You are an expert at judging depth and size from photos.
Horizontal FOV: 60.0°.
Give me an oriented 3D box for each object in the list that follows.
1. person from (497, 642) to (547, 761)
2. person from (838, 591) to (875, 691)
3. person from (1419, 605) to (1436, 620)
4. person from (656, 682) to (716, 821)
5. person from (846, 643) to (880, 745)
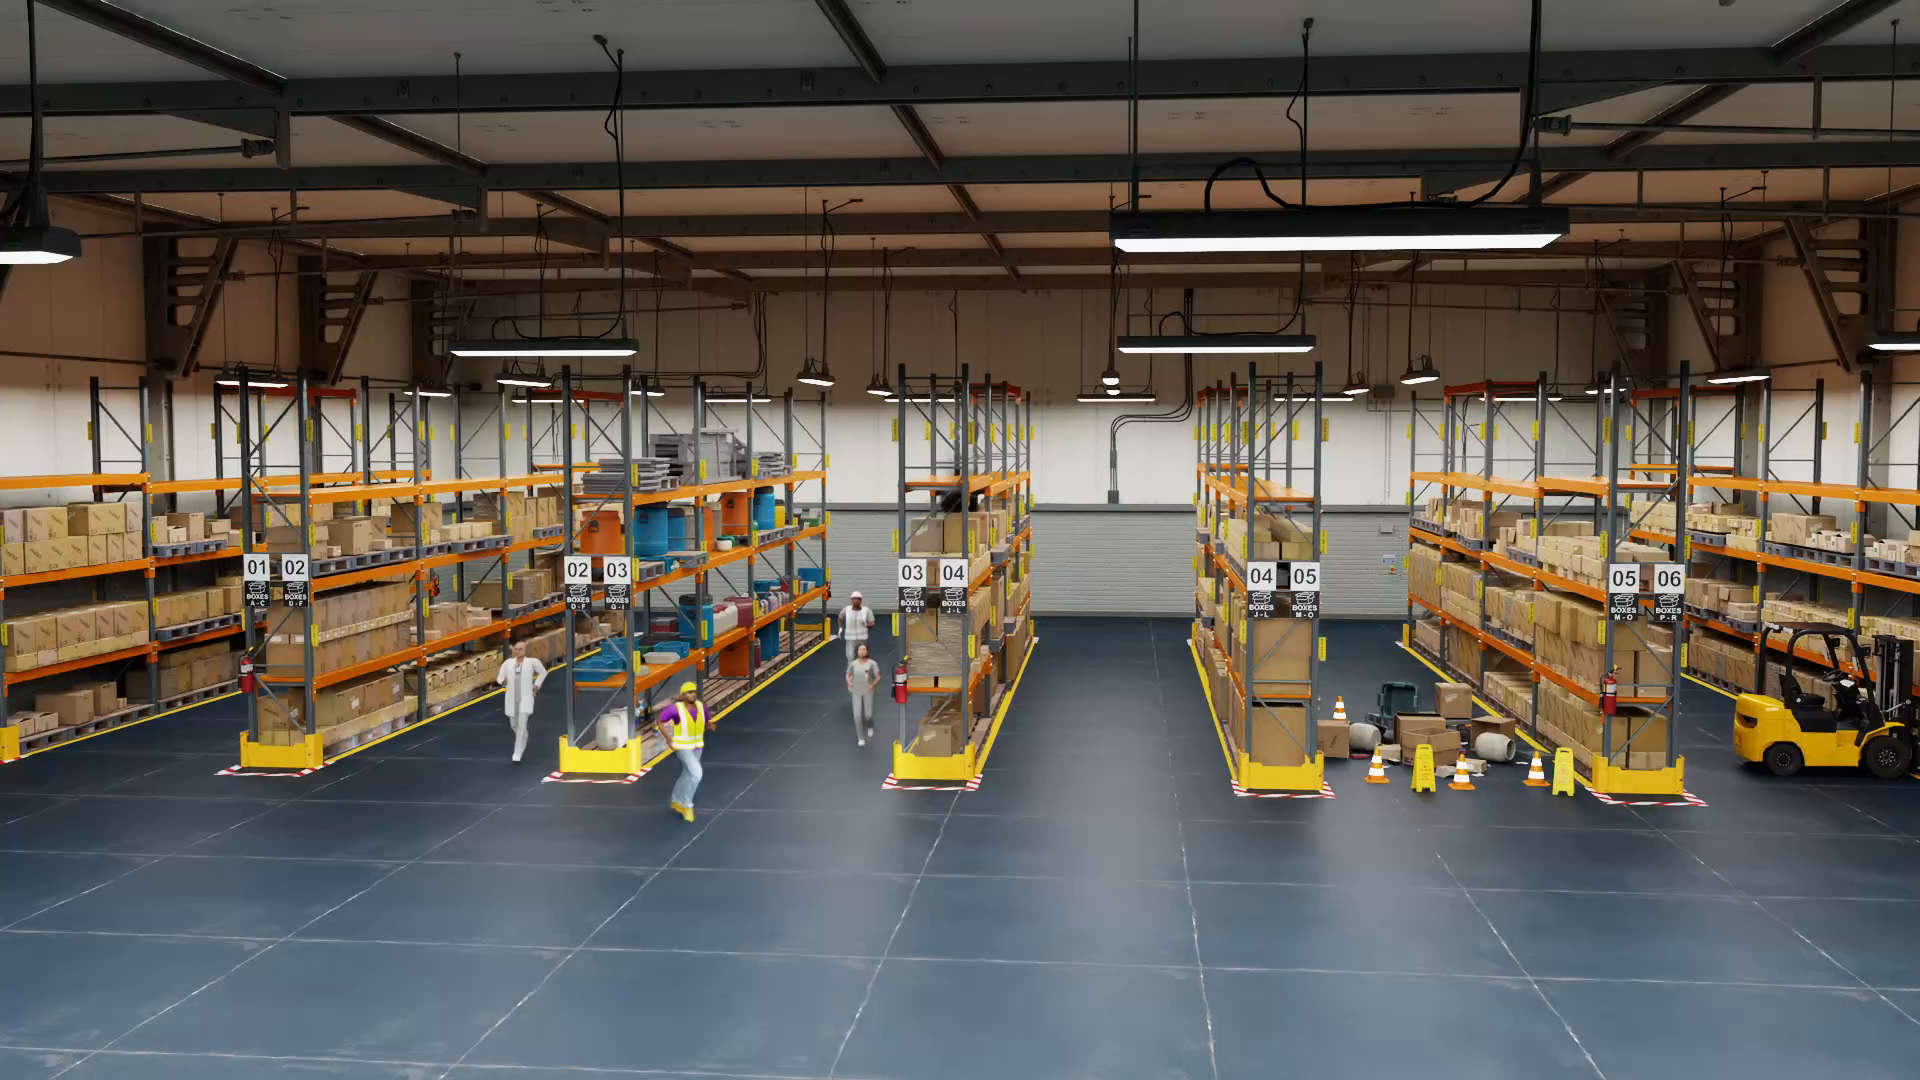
[{"bbox_3d":[-6.752,2.444,25.533,0.712,1.753,1.043,0,4,1],"label":"person"},{"bbox_3d":[-1.888,1.846,30.393,0.679,1.813,0.916,0,4,-6],"label":"person"},{"bbox_3d":[11.372,1.592,40.341,0.578,1.636,0.732,3,5,44],"label":"person"},{"bbox_3d":[-3.517,2.749,21.681,0.747,1.823,0.661,3,5,39],"label":"person"},{"bbox_3d":[-1.559,2.455,26.646,0.563,1.617,0.609,0,4,5],"label":"person"}]
